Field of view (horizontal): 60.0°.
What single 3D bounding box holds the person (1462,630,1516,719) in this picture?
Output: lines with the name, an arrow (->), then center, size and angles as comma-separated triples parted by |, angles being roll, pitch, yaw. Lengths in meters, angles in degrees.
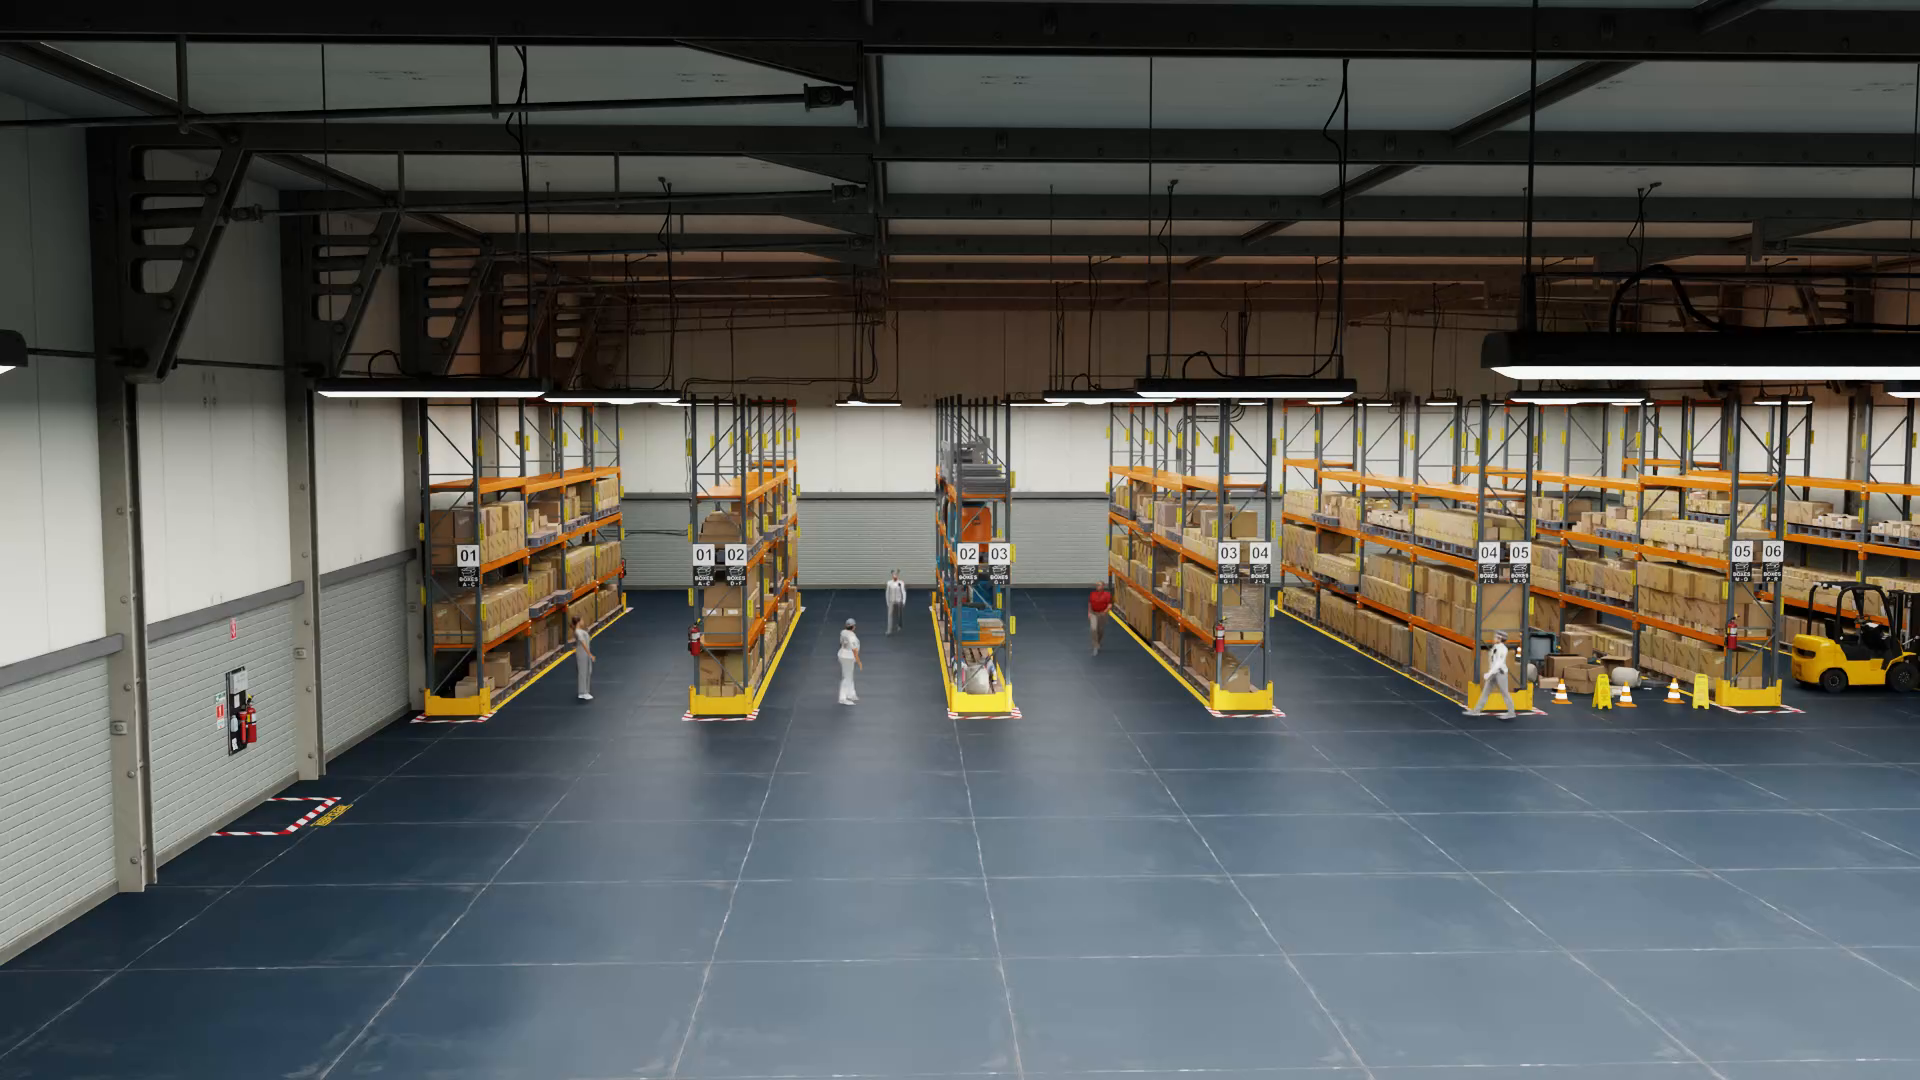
person -> 9.791, 2.472, 30.612 | 0.918, 1.652, 0.521 | -1, 5, -10

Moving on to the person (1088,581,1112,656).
person -> 3.304, 1.819, 39.129 | 0.523, 1.714, 0.976 | 0, 5, -3

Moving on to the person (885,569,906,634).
person -> -1.639, 1.553, 42.259 | 0.570, 1.623, 1.022 | 1, 5, 8

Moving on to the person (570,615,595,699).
person -> -7.434, 2.320, 32.932 | 0.521, 1.713, 0.544 | 0, 5, 3

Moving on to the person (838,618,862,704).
person -> -2.154, 2.354, 32.474 | 0.566, 1.677, 0.681 | -1, 5, -16
